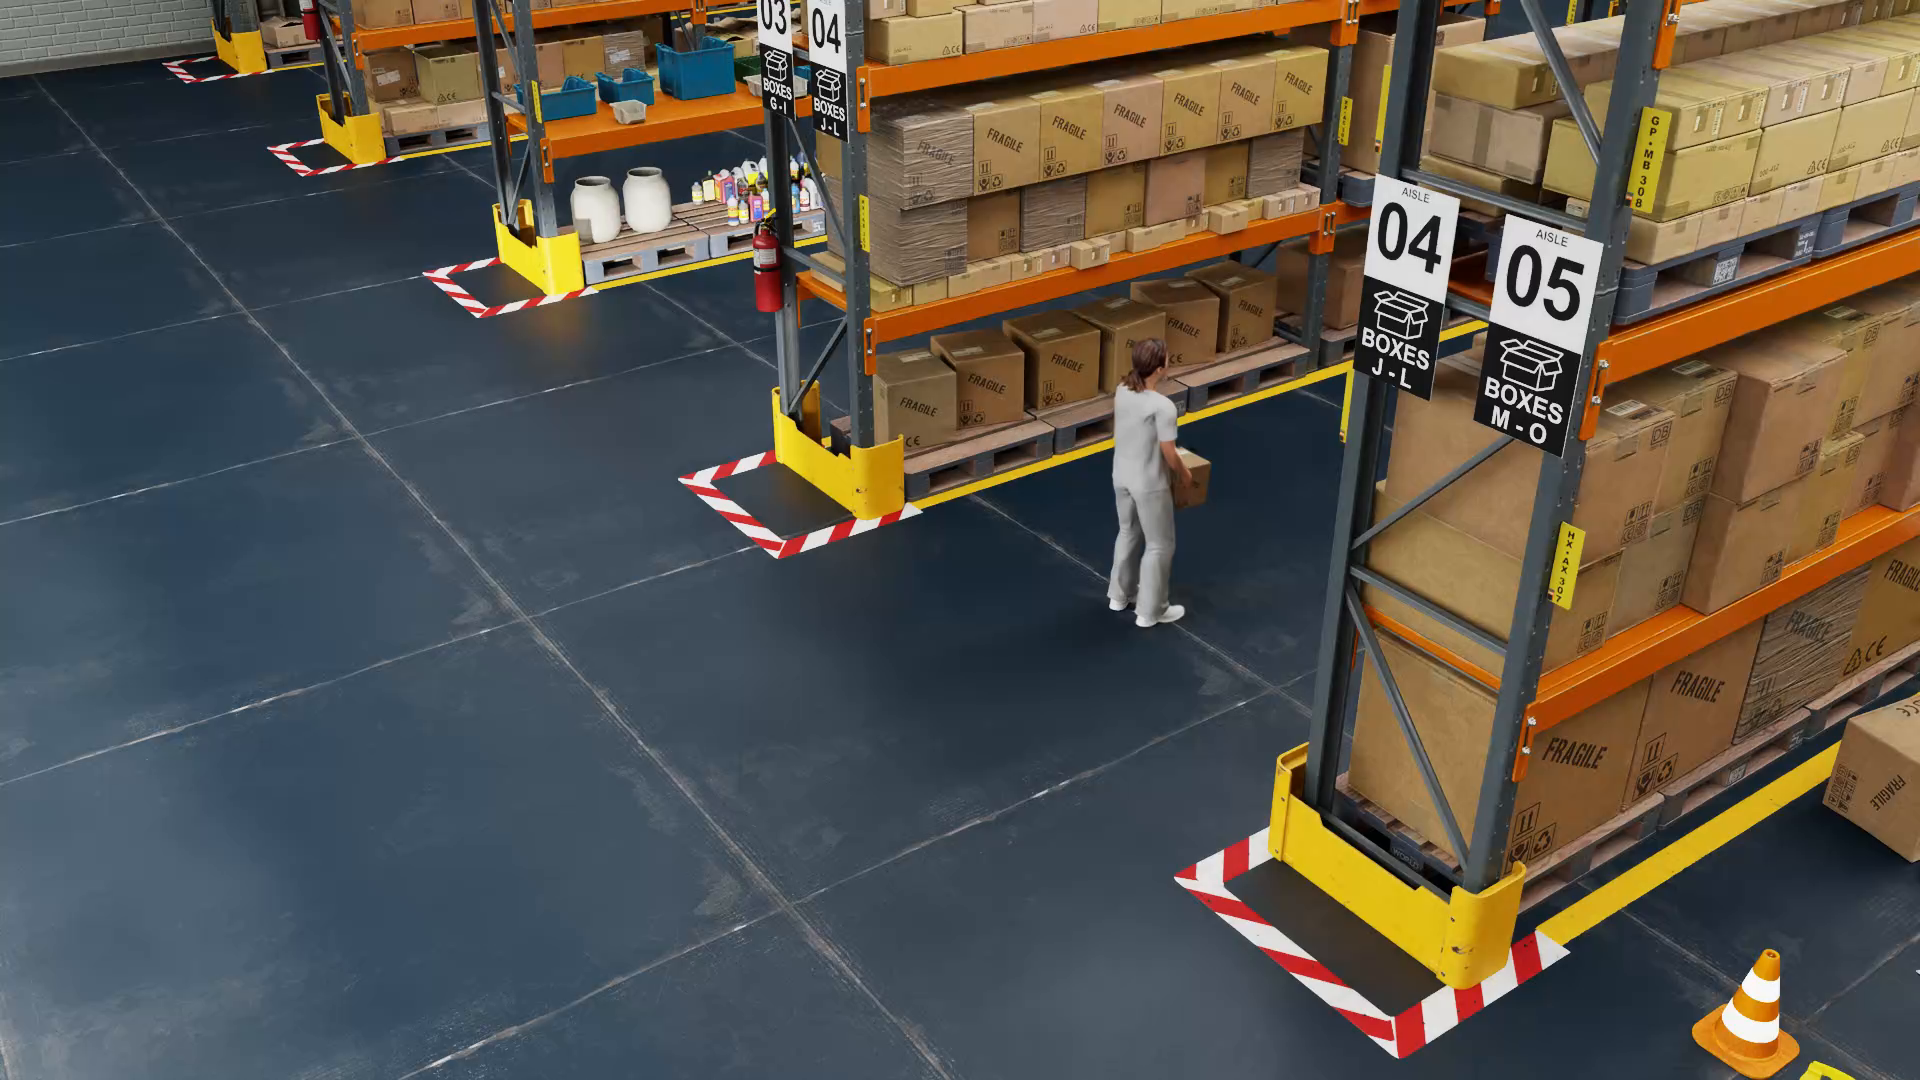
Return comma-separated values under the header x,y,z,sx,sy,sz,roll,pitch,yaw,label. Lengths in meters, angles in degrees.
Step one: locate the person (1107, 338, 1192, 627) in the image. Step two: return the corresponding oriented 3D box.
x,y,z,sx,sy,sz,roll,pitch,yaw,label
1.042,-0.333,9.230,0.412,1.676,0.466,-19,34,-31,person
